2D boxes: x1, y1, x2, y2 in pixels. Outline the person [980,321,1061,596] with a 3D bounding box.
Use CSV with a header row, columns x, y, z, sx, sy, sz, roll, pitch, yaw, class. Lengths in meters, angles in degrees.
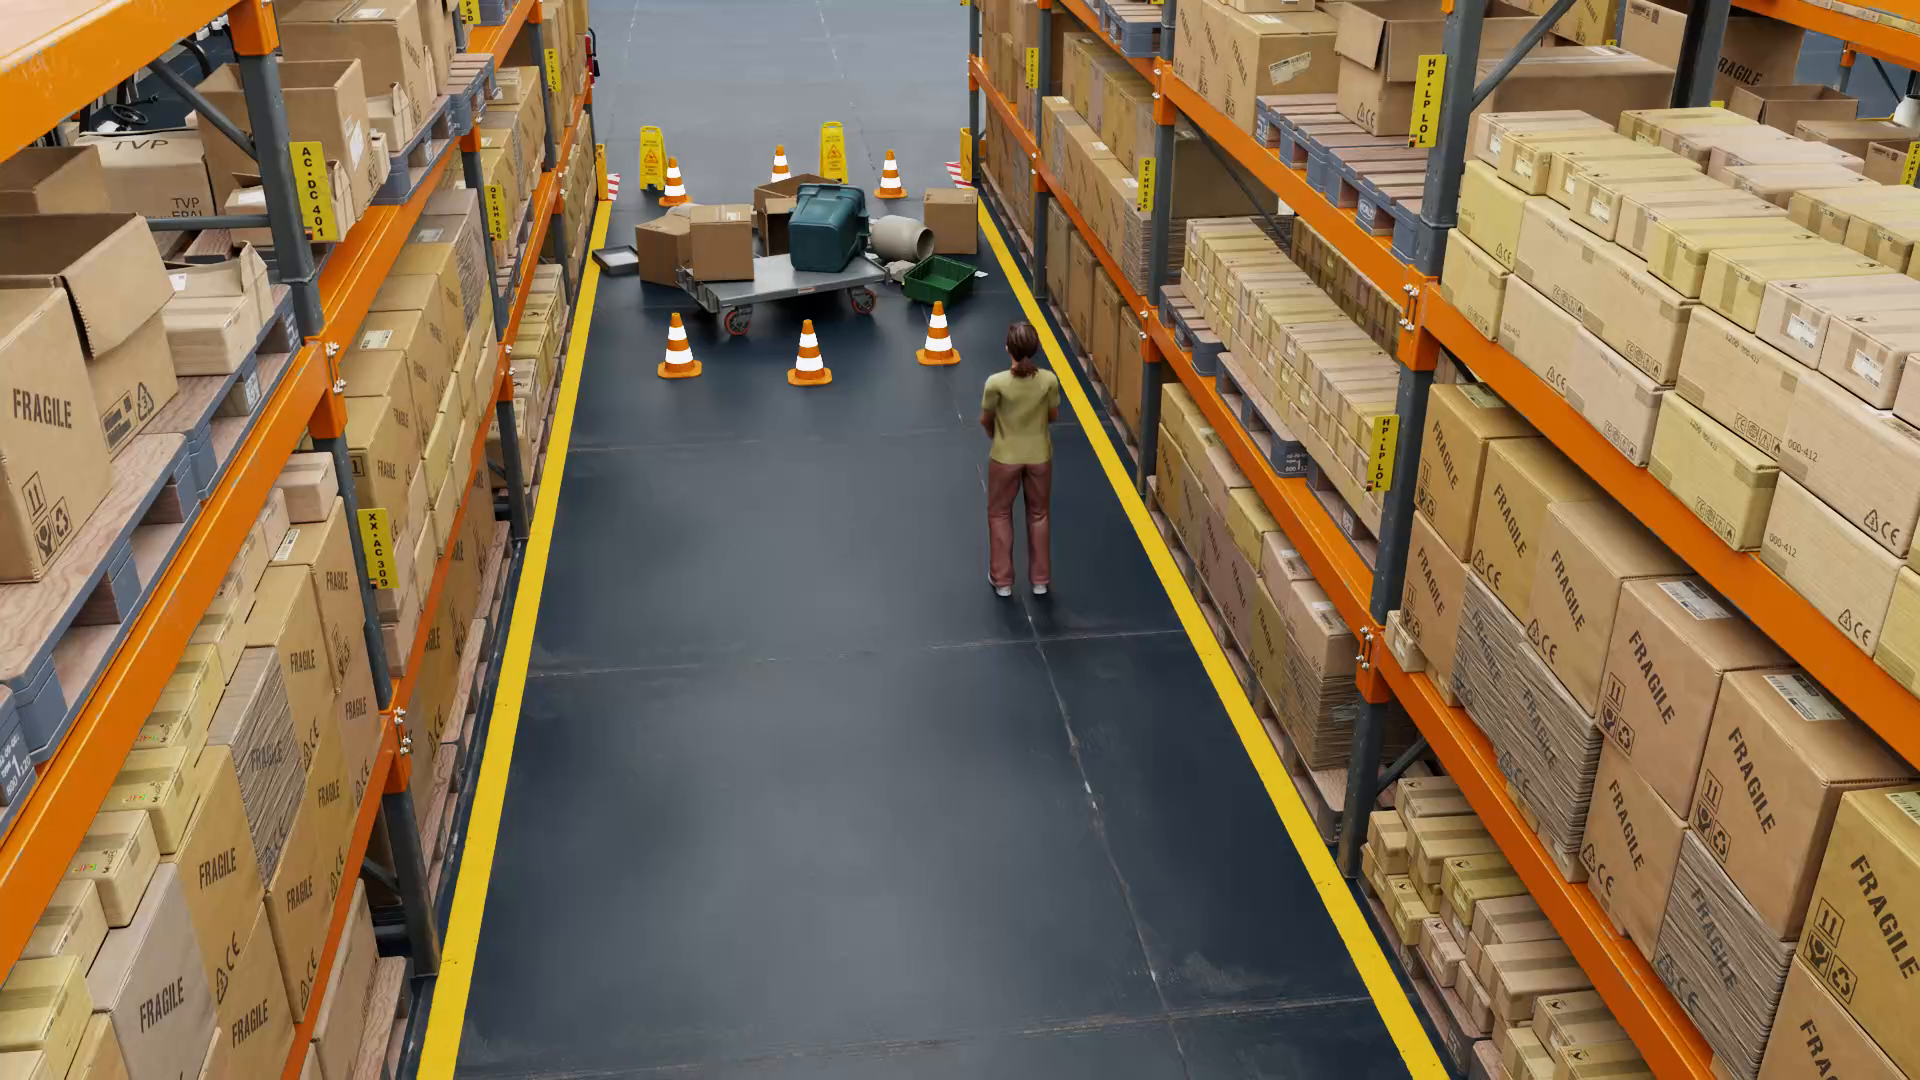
x,y,z,sx,sy,sz,roll,pitch,yaw,class
0.333,-0.486,9.569,0.452,1.667,0.523,-4,27,-7,person
